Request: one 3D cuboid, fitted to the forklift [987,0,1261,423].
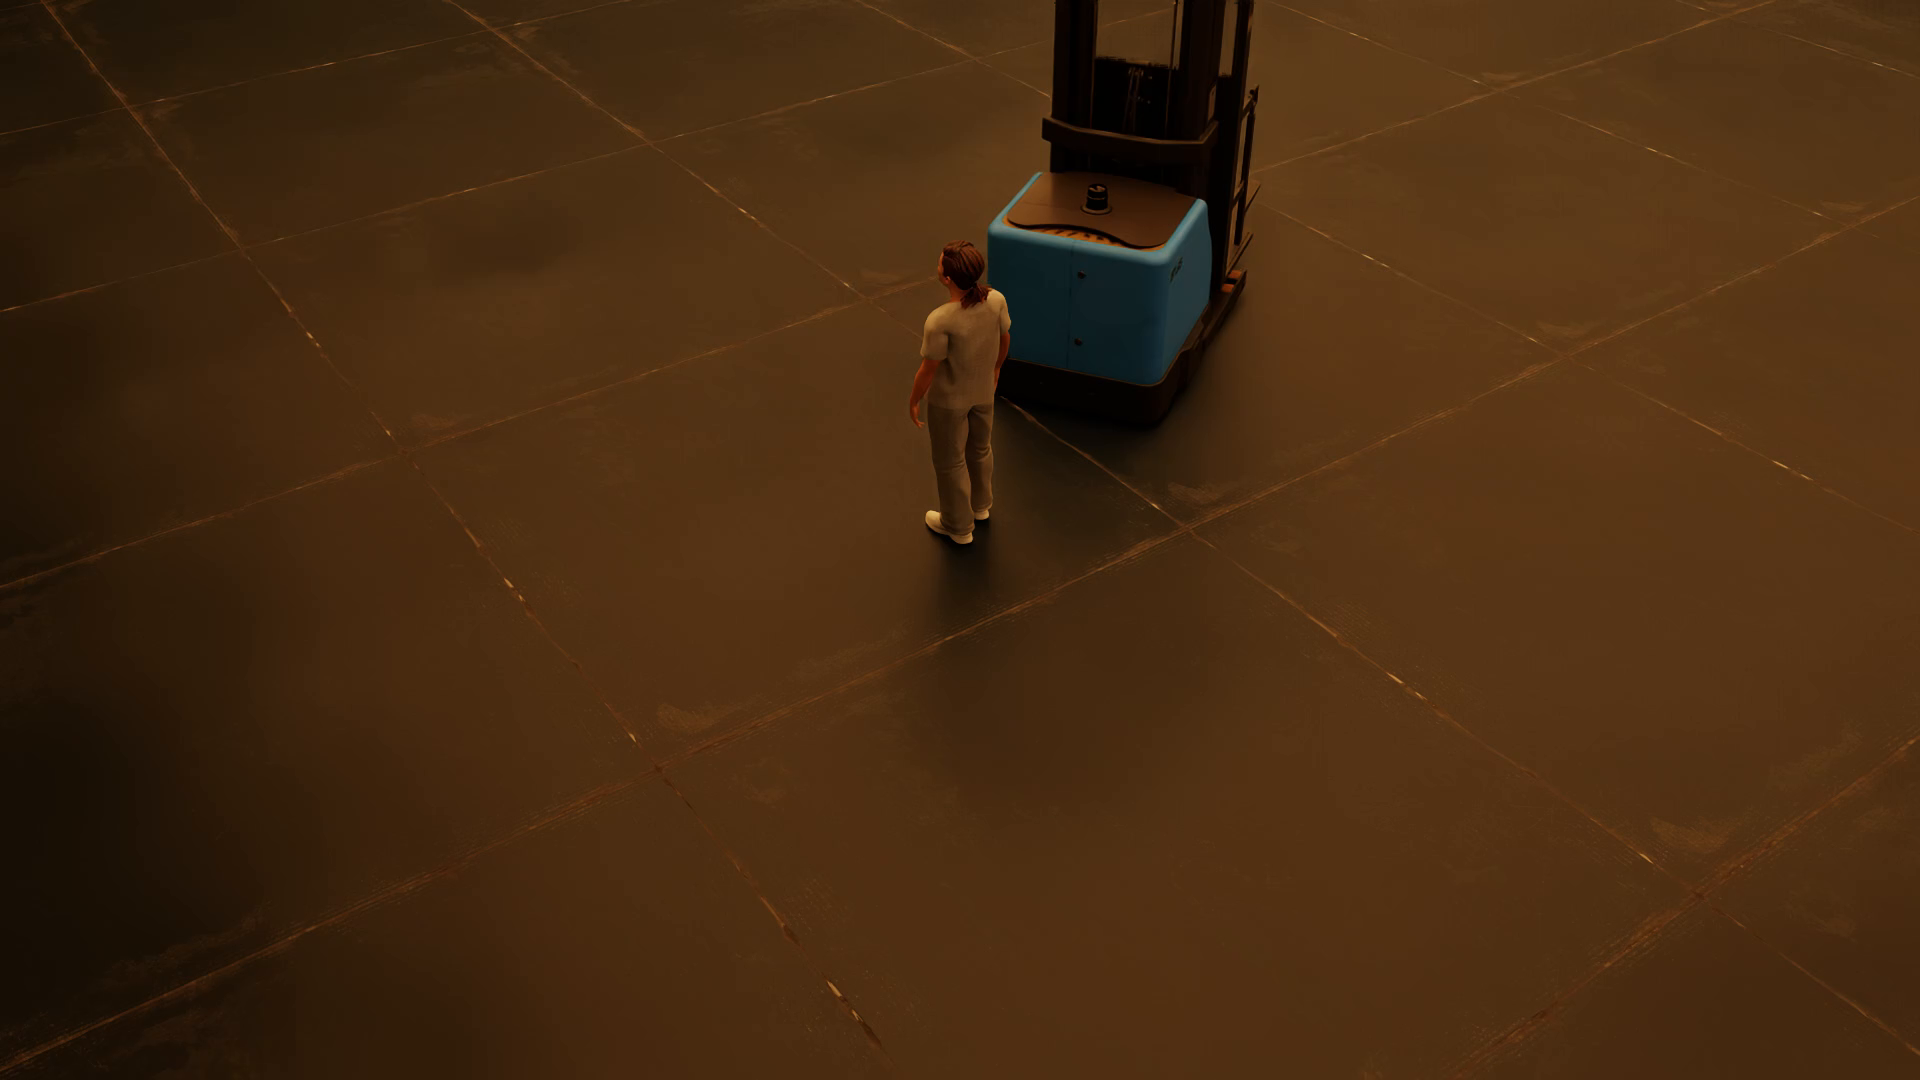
[{"bbox_3d":[1.161,-2.693,9.587,1.130,2.935,3.031,14,39,18],"label":"forklift"}]

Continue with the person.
[{"bbox_3d":[-0.032,-0.715,7.965,0.550,1.664,0.549,-23,42,-28],"label":"person"}]
